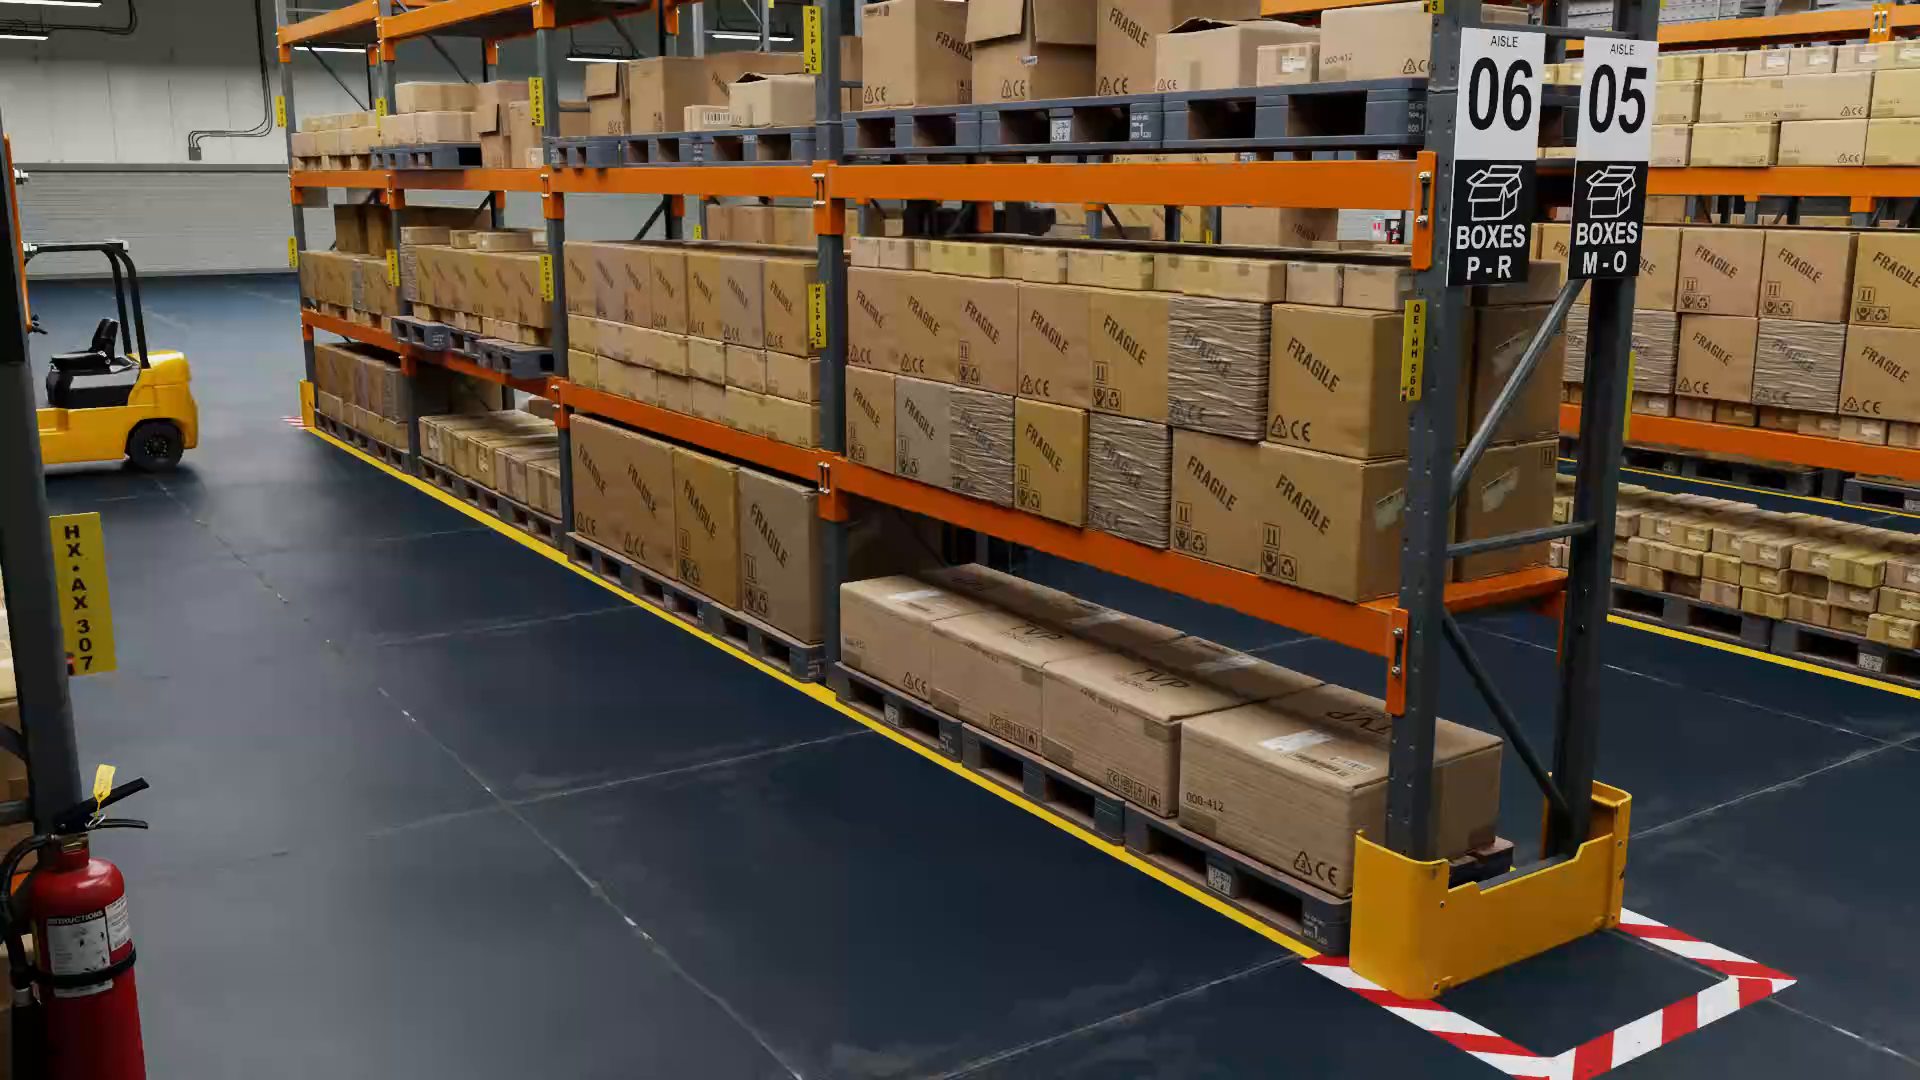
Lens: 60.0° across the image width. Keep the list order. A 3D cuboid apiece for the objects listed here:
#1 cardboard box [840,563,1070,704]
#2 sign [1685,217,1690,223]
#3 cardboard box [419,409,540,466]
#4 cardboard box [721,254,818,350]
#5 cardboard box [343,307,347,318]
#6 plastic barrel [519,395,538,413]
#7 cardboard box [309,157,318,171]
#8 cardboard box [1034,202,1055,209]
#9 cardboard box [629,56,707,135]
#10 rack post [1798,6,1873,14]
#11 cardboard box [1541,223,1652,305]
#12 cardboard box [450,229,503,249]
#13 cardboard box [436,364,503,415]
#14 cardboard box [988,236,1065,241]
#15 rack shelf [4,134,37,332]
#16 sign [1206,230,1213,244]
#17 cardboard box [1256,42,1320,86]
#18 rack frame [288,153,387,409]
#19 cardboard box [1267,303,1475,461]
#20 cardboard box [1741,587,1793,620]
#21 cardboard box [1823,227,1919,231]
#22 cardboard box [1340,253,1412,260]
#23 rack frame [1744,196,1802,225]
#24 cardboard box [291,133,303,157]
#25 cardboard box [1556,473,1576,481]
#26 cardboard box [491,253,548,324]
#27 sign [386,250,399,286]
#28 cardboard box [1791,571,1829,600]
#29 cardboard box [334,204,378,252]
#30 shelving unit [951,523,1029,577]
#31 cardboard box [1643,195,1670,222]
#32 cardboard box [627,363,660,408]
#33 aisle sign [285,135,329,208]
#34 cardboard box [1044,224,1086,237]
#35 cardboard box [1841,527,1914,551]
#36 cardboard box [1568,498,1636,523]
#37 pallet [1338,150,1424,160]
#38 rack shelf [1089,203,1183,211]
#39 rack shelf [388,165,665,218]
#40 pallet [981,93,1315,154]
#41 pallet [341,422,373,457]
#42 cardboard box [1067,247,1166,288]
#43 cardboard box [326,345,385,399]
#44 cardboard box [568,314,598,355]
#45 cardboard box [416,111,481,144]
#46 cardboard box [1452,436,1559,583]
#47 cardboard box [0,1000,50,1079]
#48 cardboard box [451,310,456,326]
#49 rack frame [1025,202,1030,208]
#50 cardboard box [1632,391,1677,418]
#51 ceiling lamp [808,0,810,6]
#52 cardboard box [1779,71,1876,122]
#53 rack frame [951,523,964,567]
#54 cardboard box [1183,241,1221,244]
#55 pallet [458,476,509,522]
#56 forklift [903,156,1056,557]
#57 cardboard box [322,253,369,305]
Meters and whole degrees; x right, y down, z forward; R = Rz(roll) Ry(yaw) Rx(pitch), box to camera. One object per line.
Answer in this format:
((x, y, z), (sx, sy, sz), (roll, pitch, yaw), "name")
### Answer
((-0.032, 0.468, 8.715), (0.875, 0.438, 0.875), (-8, 15, -34), "cardboard box")
((11.315, -4.866, 25.881), (0.100, 0.325, 0.005), (-8, 15, -33), "sign")
((-4.430, -0.954, 15.371), (0.950, 0.372, 0.625), (-8, 15, -32), "cardboard box")
((-1.040, -1.381, 9.581), (0.500, 0.500, 0.500), (-8, 15, -32), "cardboard box")
((-6.222, -2.397, 17.389), (0.380, 0.149, 0.250), (-8, 14, -31), "cardboard box")
((-4.534, -1.390, 18.229), (0.512, 0.421, 0.421), (1, 12, 6), "plastic barrel")
((-6.687, -3.995, 17.676), (0.380, 0.149, 0.250), (-8, 14, -31), "cardboard box")
((1.389, -4.563, 23.434), (0.500, 0.500, 0.500), (-8, 15, -33), "cardboard box")
((-1.800, -2.980, 11.229), (0.700, 0.500, 0.500), (-9, 15, -36), "cardboard box")
((10.302, -5.943, 19.153), (0.954, 0.300, 0.937), (-8, 15, -33), "rack post")
((4.121, -1.790, 10.755), (0.500, 0.500, 0.500), (-9, 15, -34), "cardboard box")
((-4.069, -2.535, 14.003), (0.380, 0.149, 0.250), (-7, 14, -30), "cardboard box")
((-4.825, -1.491, 16.356), (0.500, 0.500, 0.500), (-7, 14, -30), "cardboard box")
((0.331, -1.435, 8.308), (0.380, 0.149, 0.250), (-8, 15, -33), "cardboard box")
((-3.312, -0.873, 4.495), (1.077, 0.370, 4.000), (-8, 15, -33), "rack shelf")
((3.080, -3.656, 20.532), (0.100, 0.325, 0.005), (-8, 15, -33), "sign")
((1.303, -1.723, 6.067), (0.380, 0.149, 0.250), (-10, 16, -37), "cardboard box")
((-6.939, -2.837, 18.814), (1.000, 3.000, 0.127), (-8, 15, -33), "rack frame")
((1.461, -0.586, 5.947), (0.500, 0.500, 0.500), (-8, 14, -31), "cardboard box")
((4.883, 0.352, 9.921), (0.380, 0.149, 0.250), (-9, 15, -35), "cardboard box")
((5.408, -1.573, 9.765), (0.500, 0.500, 0.500), (-8, 15, -34), "cardboard box")
((1.707, -1.040, 6.501), (0.380, 0.149, 0.250), (-8, 14, -31), "cardboard box")
((9.867, -3.174, 20.352), (1.000, 3.000, 0.127), (-8, 15, -33), "rack frame")
((-6.882, -4.254, 17.925), (0.500, 0.250, 0.500), (-8, 15, -34), "cardboard box")
((4.188, -0.377, 11.864), (0.380, 0.149, 0.250), (-8, 14, -31), "cardboard box")
((-3.285, -1.952, 12.854), (0.500, 0.500, 0.500), (-8, 15, -34), "cardboard box")
((-5.170, -2.483, 15.168), (0.100, 0.325, 0.005), (-8, 15, -33), "sign")
((5.108, 0.235, 9.762), (0.380, 0.149, 0.250), (-8, 15, -33), "cardboard box")
((-6.474, -3.455, 18.367), (0.700, 0.500, 0.500), (-9, 15, -34), "cardboard box")
((0.210, -0.345, 11.629), (0.503, 1.200, 0.258), (9, 15, 36), "shelving unit")
((11.244, -5.321, 26.902), (0.700, 0.500, 0.500), (-8, 15, -33), "cardboard box")
((-1.860, -1.041, 10.952), (0.500, 0.250, 0.500), (-8, 14, -31), "cardboard box")
((-7.231, -4.081, 18.419), (0.394, 0.787, 0.004), (-8, 15, -33), "aisle sign")
((1.036, -2.726, 15.733), (0.700, 0.500, 0.500), (-8, 15, -34), "cardboard box")
((5.491, 0.039, 9.959), (0.380, 0.149, 0.250), (-9, 15, -36), "cardboard box")
((4.241, -0.185, 10.985), (0.380, 0.149, 0.250), (-9, 15, -34), "cardboard box")
((3.521, -2.803, 12.075), (1.213, 0.211, 1.003), (-8, 15, -33), "pallet")
((2.666, -2.776, 13.199), (1.077, 0.370, 4.000), (-8, 15, -33), "rack shelf")
((-3.615, -2.884, 13.691), (1.077, 0.370, 4.000), (-8, 15, -33), "rack shelf")
((0.826, -1.761, 7.081), (1.003, 0.211, 1.213), (-8, 15, -33), "pallet")
((-5.804, -1.096, 17.379), (1.003, 0.211, 1.213), (-8, 15, -33), "pallet")
((0.678, -1.155, 7.030), (0.380, 0.149, 0.250), (-8, 14, -31), "cardboard box")
((-6.415, -1.792, 17.735), (0.500, 0.500, 0.500), (-9, 15, -35), "cardboard box")
((-2.431, -1.466, 11.725), (0.500, 0.250, 0.500), (-8, 15, -33), "cardboard box")
((-4.154, -3.395, 13.710), (0.500, 0.250, 0.500), (-8, 15, -33), "cardboard box")
((1.899, -0.160, 6.337), (0.500, 0.500, 0.500), (-8, 15, -33), "cardboard box")
((-2.464, 1.491, 3.883), (0.797, 0.503, 0.637), (-9, 15, -35), "cardboard box")
((-4.085, -1.891, 14.091), (0.380, 0.149, 0.250), (-8, 15, -32), "cardboard box")
((1.311, -4.010, 24.178), (1.000, 3.000, 0.127), (-8, 15, -33), "rack frame")
((4.429, -0.866, 10.391), (0.380, 0.149, 0.250), (-7, 14, -30), "cardboard box")
((-3.820, -15.590, 49.426), (2.000, 3.185, 0.800), (-8, 15, -33), "ceiling lamp")
((4.958, -2.466, 9.275), (0.500, 0.250, 0.500), (-8, 15, -32), "cardboard box")
((0.014, -0.376, 11.771), (0.015, 1.200, 0.240), (9, 15, 36), "rack frame")
((3.329, -3.580, 21.282), (0.875, 0.500, 0.500), (-8, 15, -33), "cardboard box")
((-3.610, -0.408, 14.233), (1.003, 0.211, 1.213), (-8, 15, -33), "pallet")
((0.152, -1.575, 13.203), (1.130, 2.935, 3.031), (2, 13, 11), "forklift")
((-6.334, -2.732, 17.403), (0.500, 0.500, 0.500), (-8, 15, -34), "cardboard box")
